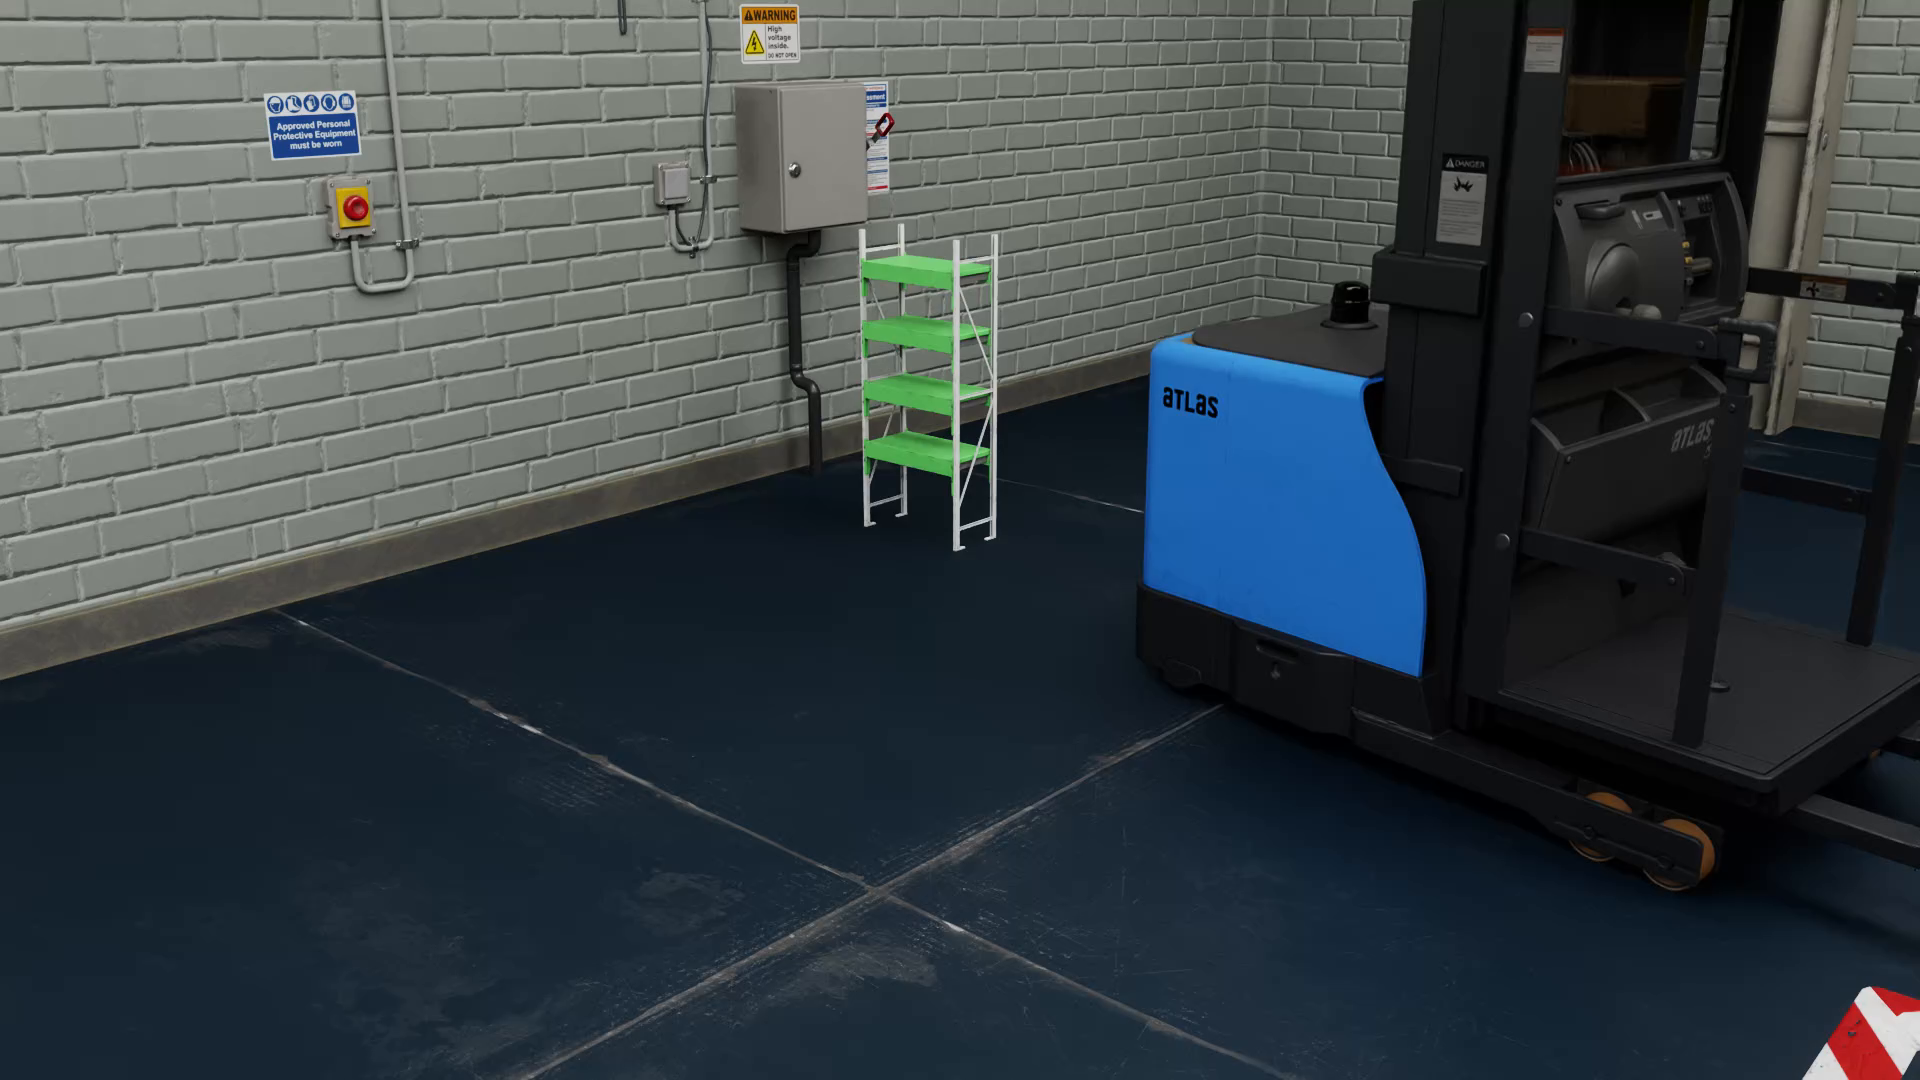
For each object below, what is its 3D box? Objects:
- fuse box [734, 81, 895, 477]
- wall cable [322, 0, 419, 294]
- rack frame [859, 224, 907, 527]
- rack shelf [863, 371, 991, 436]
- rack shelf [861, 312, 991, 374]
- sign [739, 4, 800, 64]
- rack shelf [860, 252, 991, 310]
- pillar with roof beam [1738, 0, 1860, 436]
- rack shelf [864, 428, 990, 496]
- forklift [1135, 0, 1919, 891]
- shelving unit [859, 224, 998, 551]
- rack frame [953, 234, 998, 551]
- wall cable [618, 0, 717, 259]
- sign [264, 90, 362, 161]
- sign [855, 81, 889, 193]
[{"bbox_3d":[-0.612,-1.111,7.282,0.414,1.711,0.539,15,23,39],"label":"fuse box"},{"bbox_3d":[-2.116,-1.778,5.524,0.123,1.953,0.585,15,23,39],"label":"wall cable"},{"bbox_3d":[-0.306,-0.654,6.689,0.015,1.200,0.240,15,23,39],"label":"rack frame"},{"bbox_3d":[-0.124,-0.544,6.554,0.480,0.148,0.258,15,23,39],"label":"rack shelf"},{"bbox_3d":[-0.124,-0.773,6.482,0.480,0.148,0.258,15,23,39],"label":"rack shelf"},{"bbox_3d":[-0.804,-2.147,7.054,0.001,0.242,0.339,15,23,39],"label":"sign"},{"bbox_3d":[-0.124,-1.002,6.409,0.480,0.148,0.258,15,23,39],"label":"rack shelf"},{"bbox_3d":[1.133,-3.906,4.044,0.400,9.000,9.100,15,23,39],"label":"pillar with roof beam"},{"bbox_3d":[-0.124,-0.315,6.627,0.480,0.148,0.258,15,23,39],"label":"rack shelf"},{"bbox_3d":[1.903,-0.733,4.076,1.130,2.935,3.031,-15,23,-39],"label":"forklift"},{"bbox_3d":[-0.124,-0.605,6.535,0.503,1.200,0.258,15,23,39],"label":"shelving unit"},{"bbox_3d":[0.059,-0.556,6.381,0.015,1.200,0.240,15,23,39],"label":"rack frame"},{"bbox_3d":[-1.183,-2.086,6.547,0.122,1.984,0.588,15,23,39],"label":"wall cable"},{"bbox_3d":[-2.193,-1.409,5.645,0.001,0.218,0.327,15,23,39],"label":"sign"},{"bbox_3d":[-0.439,-1.833,7.585,0.001,0.494,0.329,15,23,39],"label":"sign"}]
